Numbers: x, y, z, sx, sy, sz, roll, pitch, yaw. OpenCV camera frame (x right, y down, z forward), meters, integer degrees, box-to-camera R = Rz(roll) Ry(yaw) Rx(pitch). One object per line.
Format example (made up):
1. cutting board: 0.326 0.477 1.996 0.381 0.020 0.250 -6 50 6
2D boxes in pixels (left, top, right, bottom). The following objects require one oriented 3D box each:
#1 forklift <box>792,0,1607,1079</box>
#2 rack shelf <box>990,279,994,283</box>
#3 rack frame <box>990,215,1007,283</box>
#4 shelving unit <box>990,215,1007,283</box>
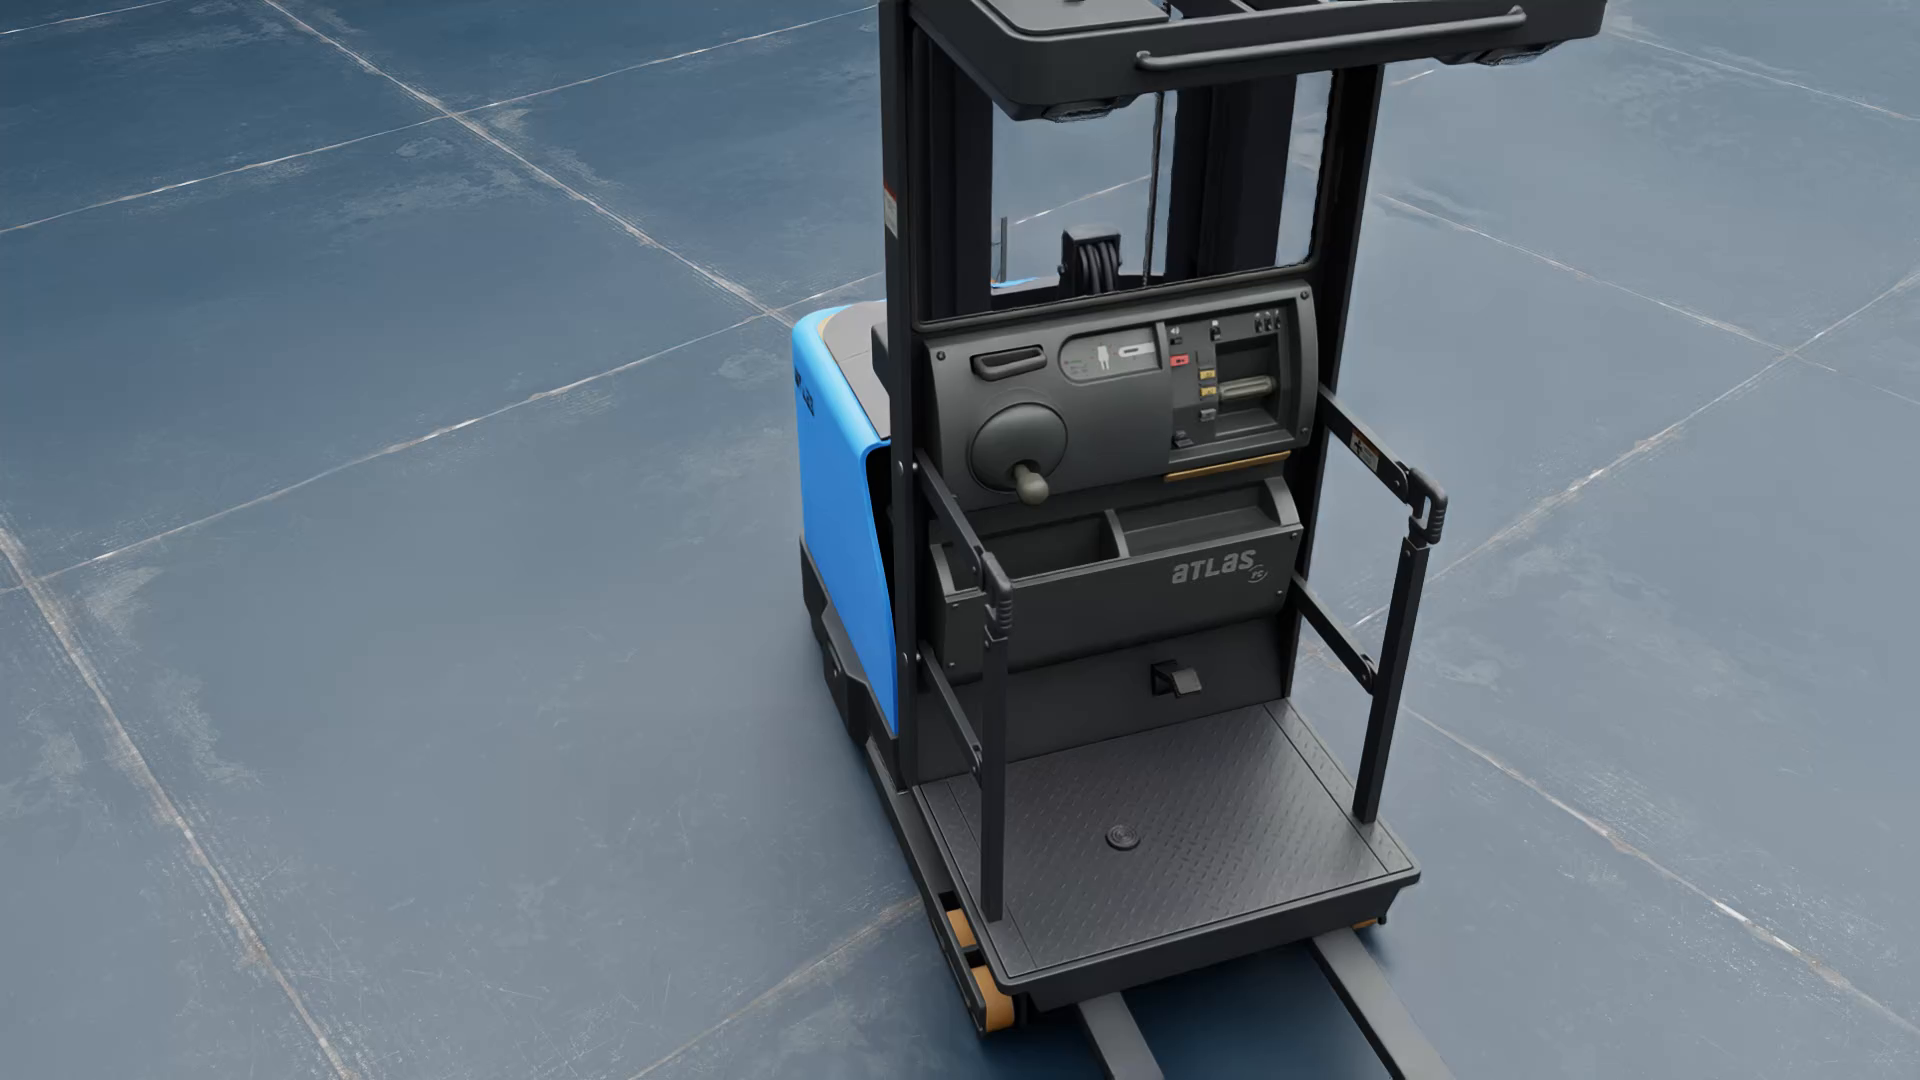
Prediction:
1. forklift: 0.454 -0.265 3.589 1.130 2.935 3.031 -11 37 -15
2. rack shelf: -0.009 -0.754 5.230 0.258 0.103 0.180 -26 43 -32
3. rack frame: 0.050 -0.456 5.355 0.240 1.200 0.006 -26 43 -32
4. shelving unit: -0.009 -0.496 5.412 0.258 1.200 0.189 -26 43 -32
